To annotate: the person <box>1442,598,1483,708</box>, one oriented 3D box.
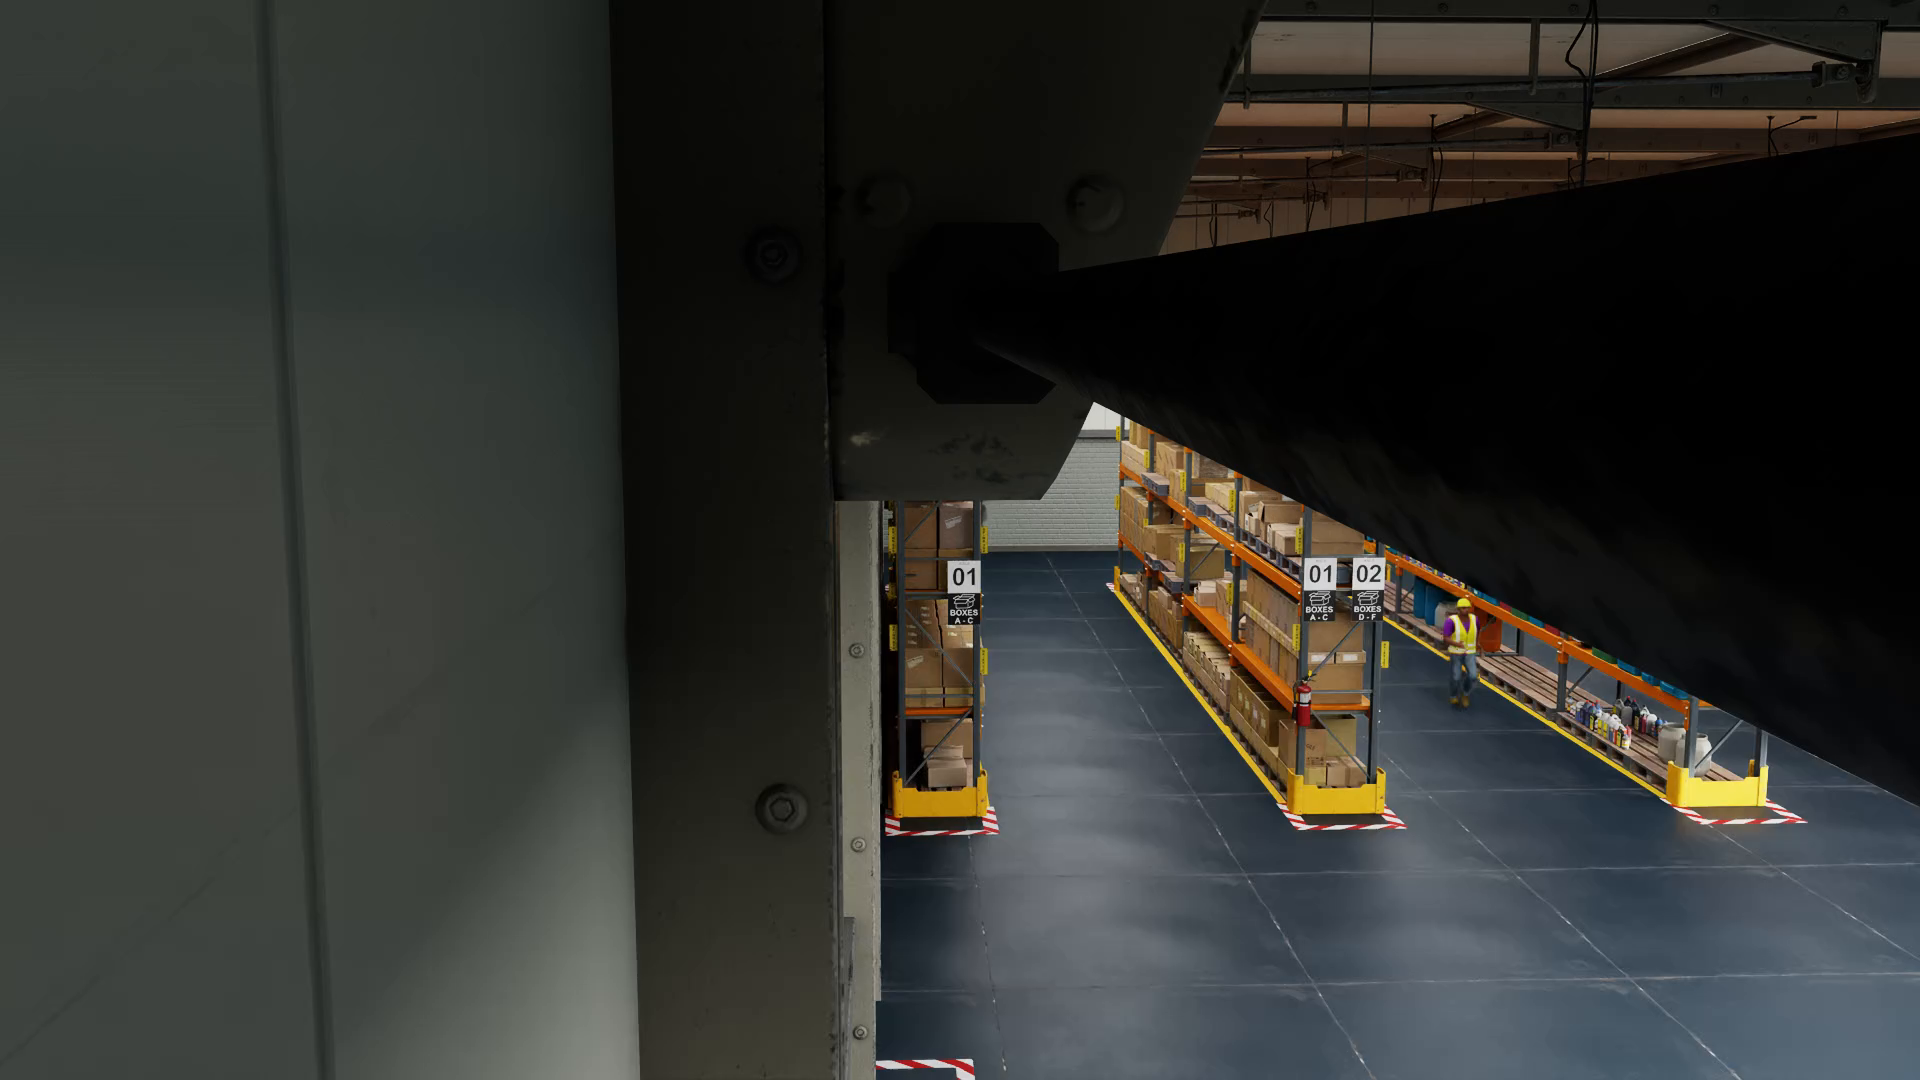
[{"bbox_3d":[7.812,1.759,25.796,0.673,1.737,0.756,0,8,-1],"label":"person"}]
